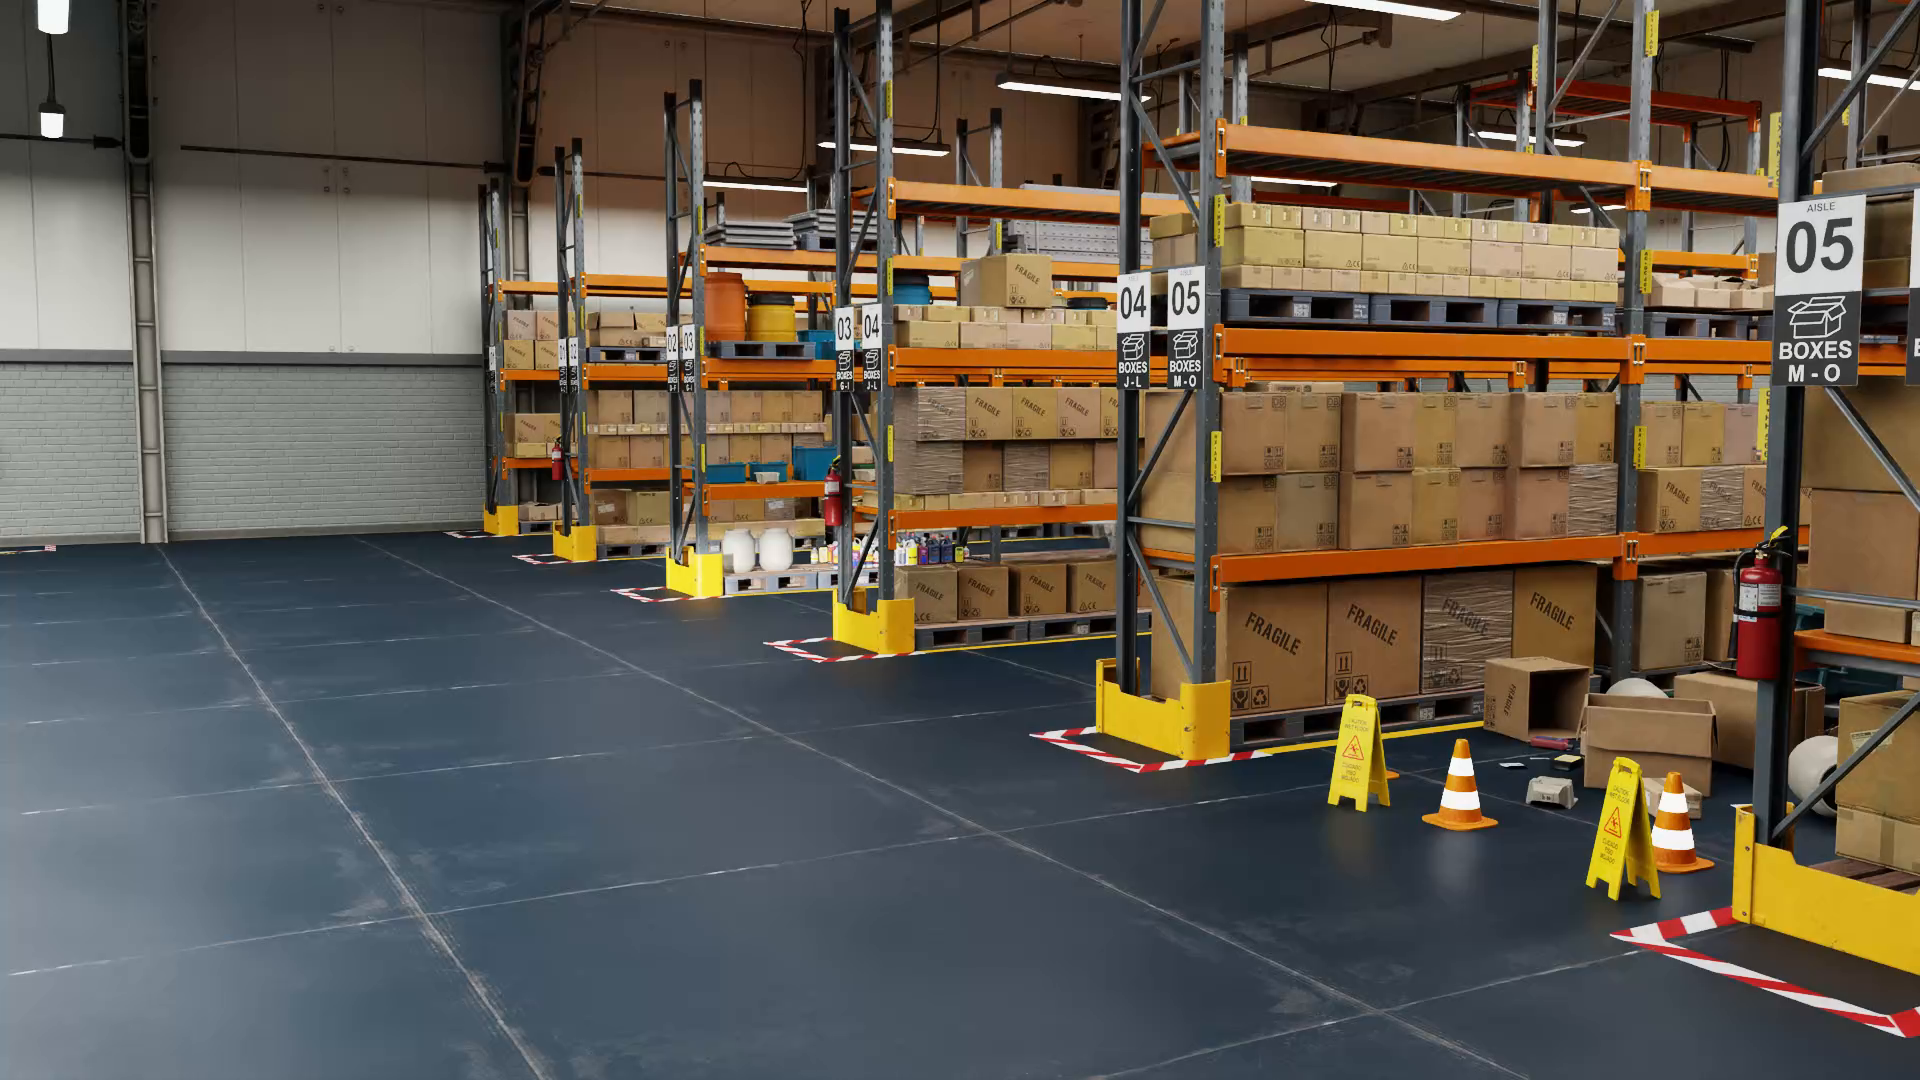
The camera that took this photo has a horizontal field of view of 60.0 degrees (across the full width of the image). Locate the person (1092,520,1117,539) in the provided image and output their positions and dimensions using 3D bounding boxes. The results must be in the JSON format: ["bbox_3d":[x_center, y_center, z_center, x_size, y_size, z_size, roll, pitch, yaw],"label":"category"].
[{"bbox_3d":[1.844,-0.157,18.961,0.754,1.825,0.549,-4,6,-37],"label":"person"}]
